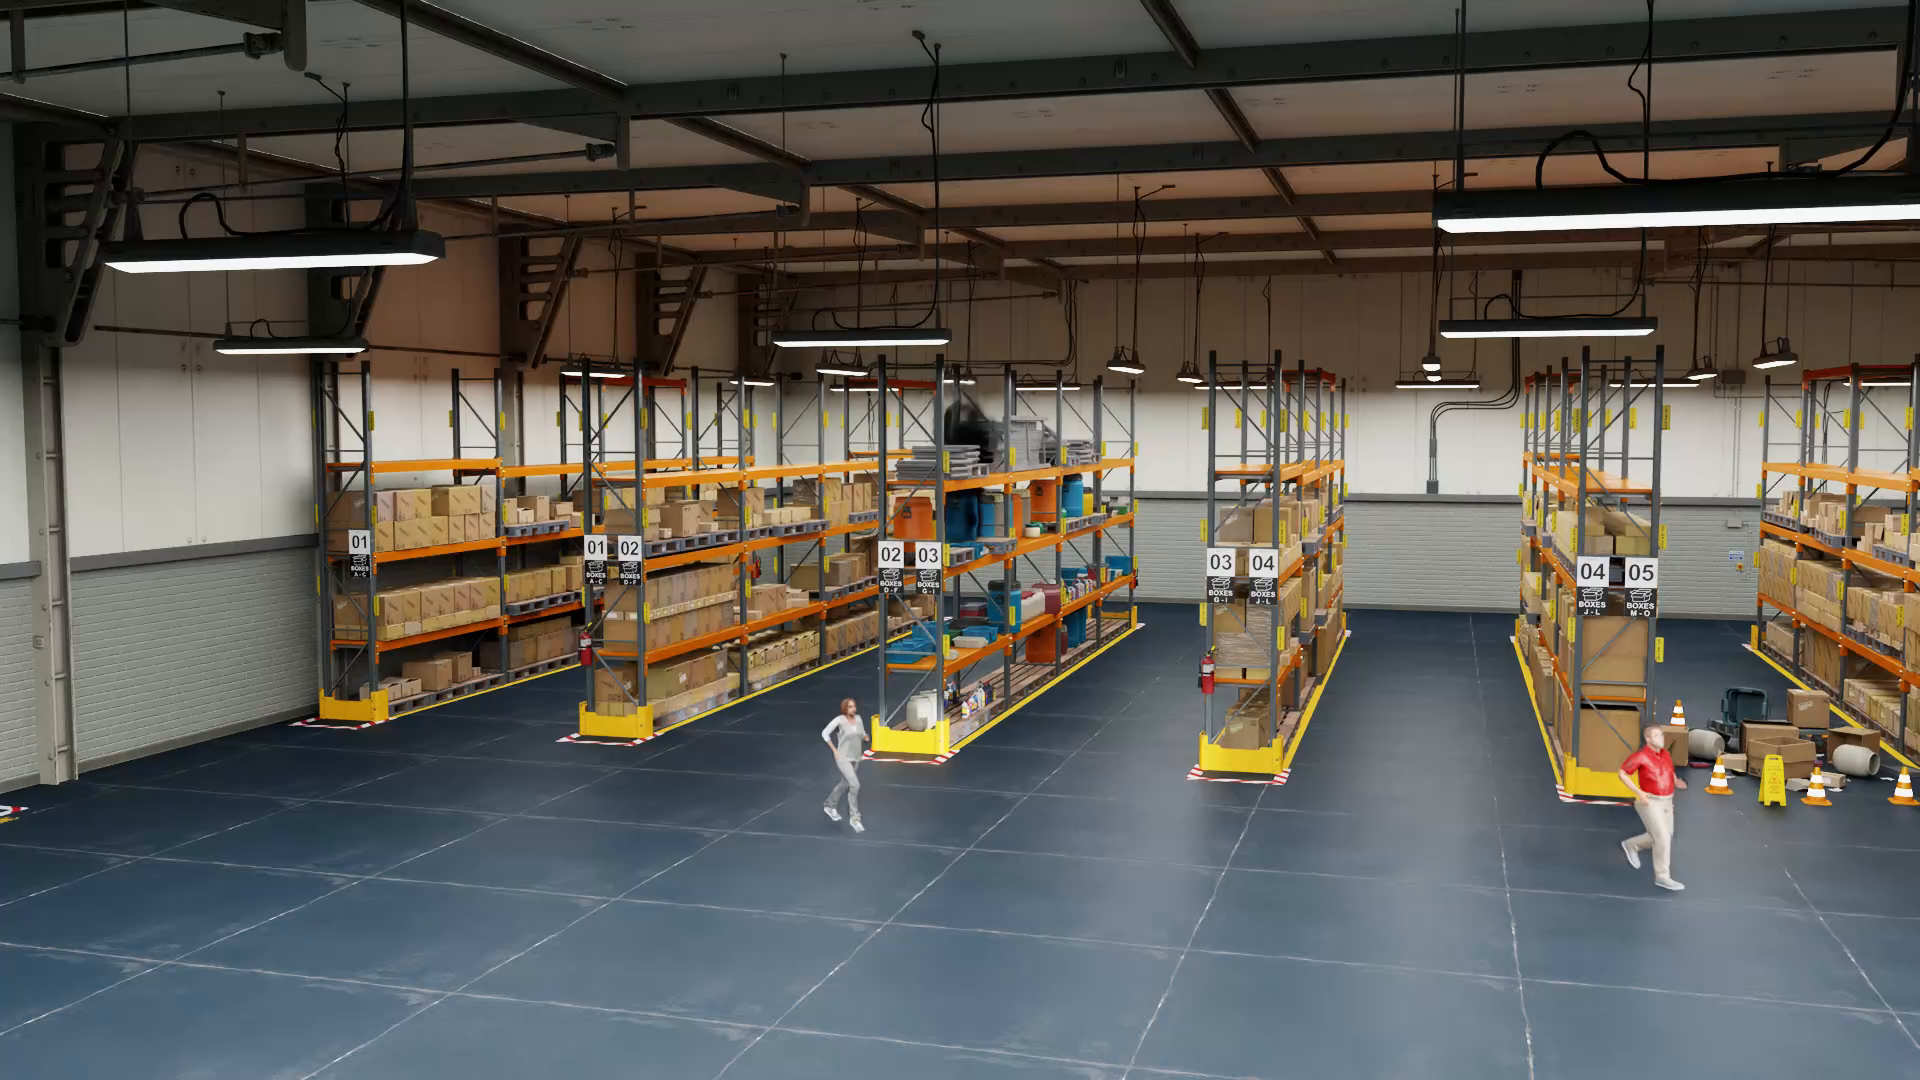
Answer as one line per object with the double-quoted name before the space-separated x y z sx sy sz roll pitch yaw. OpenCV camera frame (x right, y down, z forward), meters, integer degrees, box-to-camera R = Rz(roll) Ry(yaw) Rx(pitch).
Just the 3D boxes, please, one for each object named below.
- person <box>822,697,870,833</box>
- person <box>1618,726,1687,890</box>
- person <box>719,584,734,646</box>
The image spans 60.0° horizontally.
"person" -1.391 2.743 20.509 0.739 1.641 0.514 4 6 42
"person" 7.498 2.863 18.018 0.676 1.693 0.886 -2 5 -29
"person" -4.795 1.699 34.522 0.657 1.673 0.607 1 4 12
